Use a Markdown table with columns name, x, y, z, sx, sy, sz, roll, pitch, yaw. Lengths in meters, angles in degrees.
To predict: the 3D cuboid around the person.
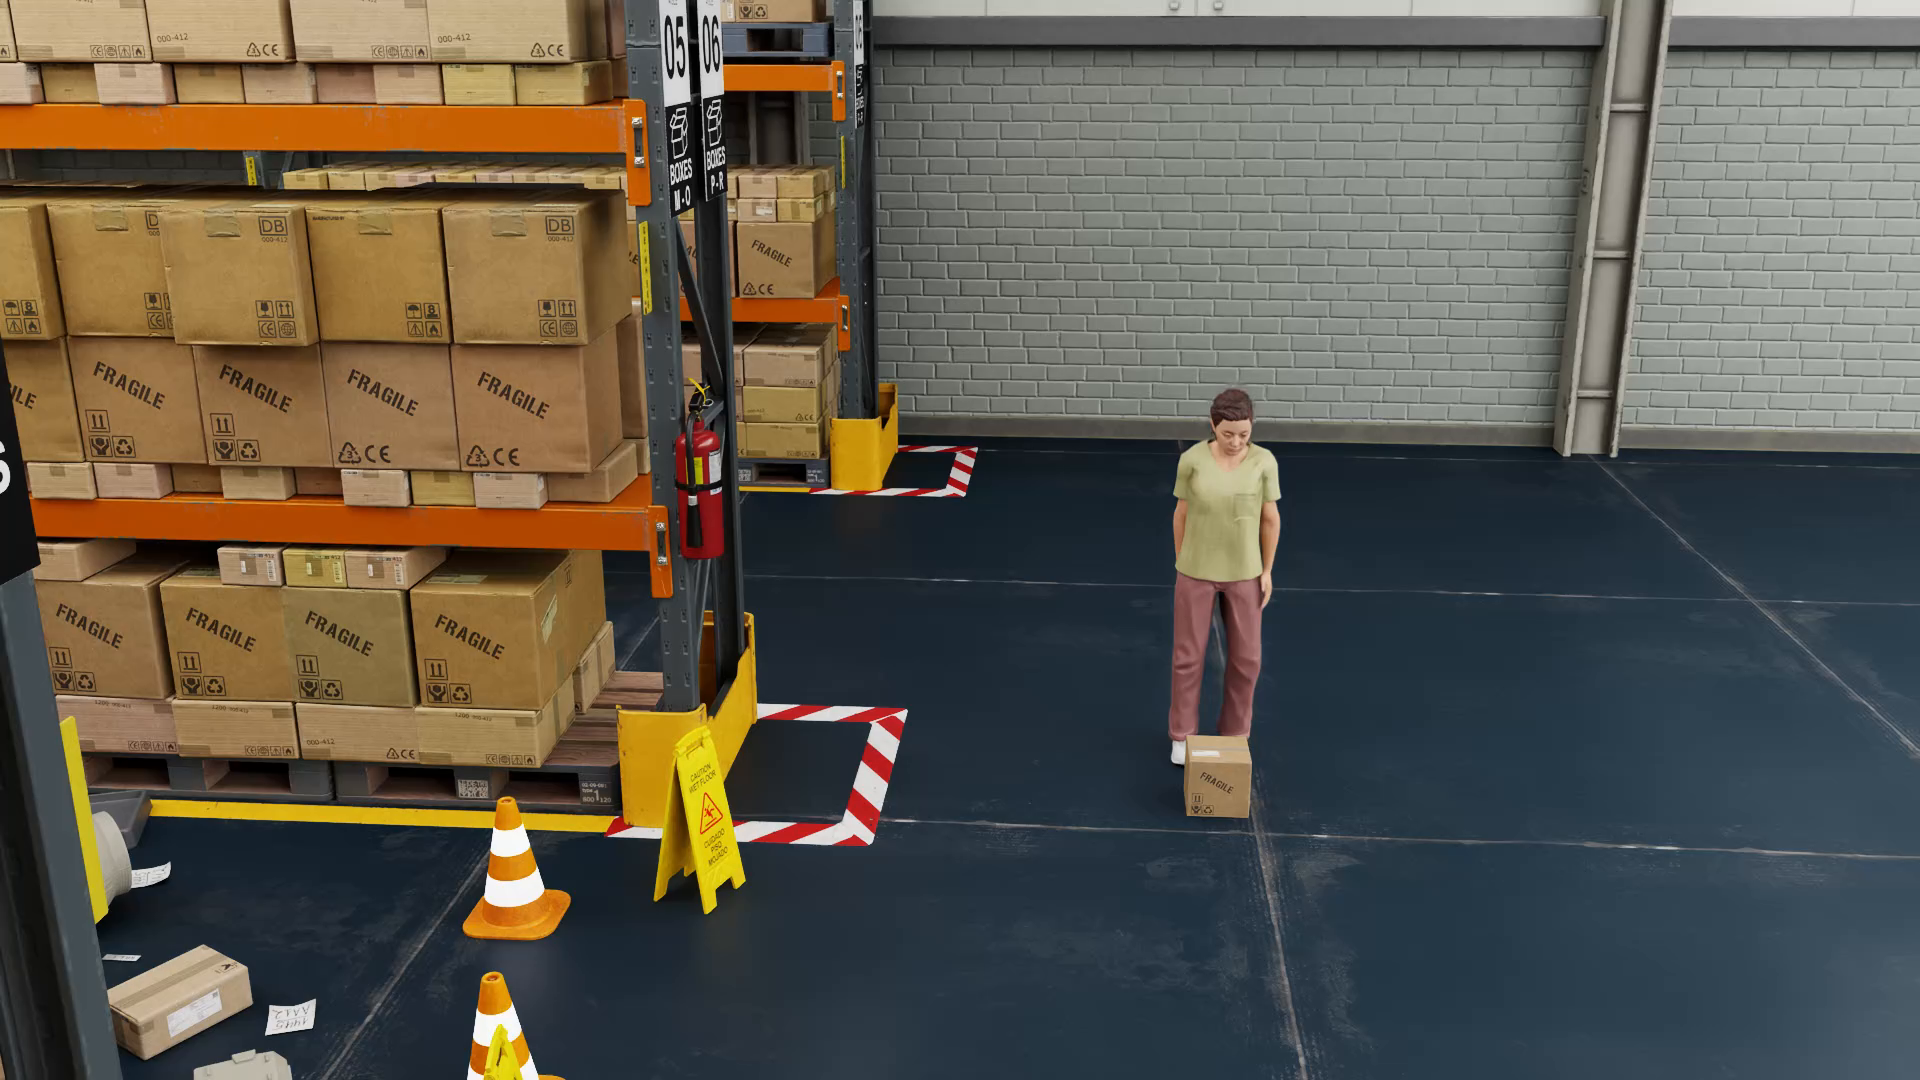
| name | x | y | z | sx | sy | sz | roll | pitch | yaw |
| --- | --- | --- | --- | --- | --- | --- | --- | --- | --- |
| person | 1.124 | 0.156 | 7.095 | 0.455 | 1.662 | 0.347 | 2 | 18 | 5 |
